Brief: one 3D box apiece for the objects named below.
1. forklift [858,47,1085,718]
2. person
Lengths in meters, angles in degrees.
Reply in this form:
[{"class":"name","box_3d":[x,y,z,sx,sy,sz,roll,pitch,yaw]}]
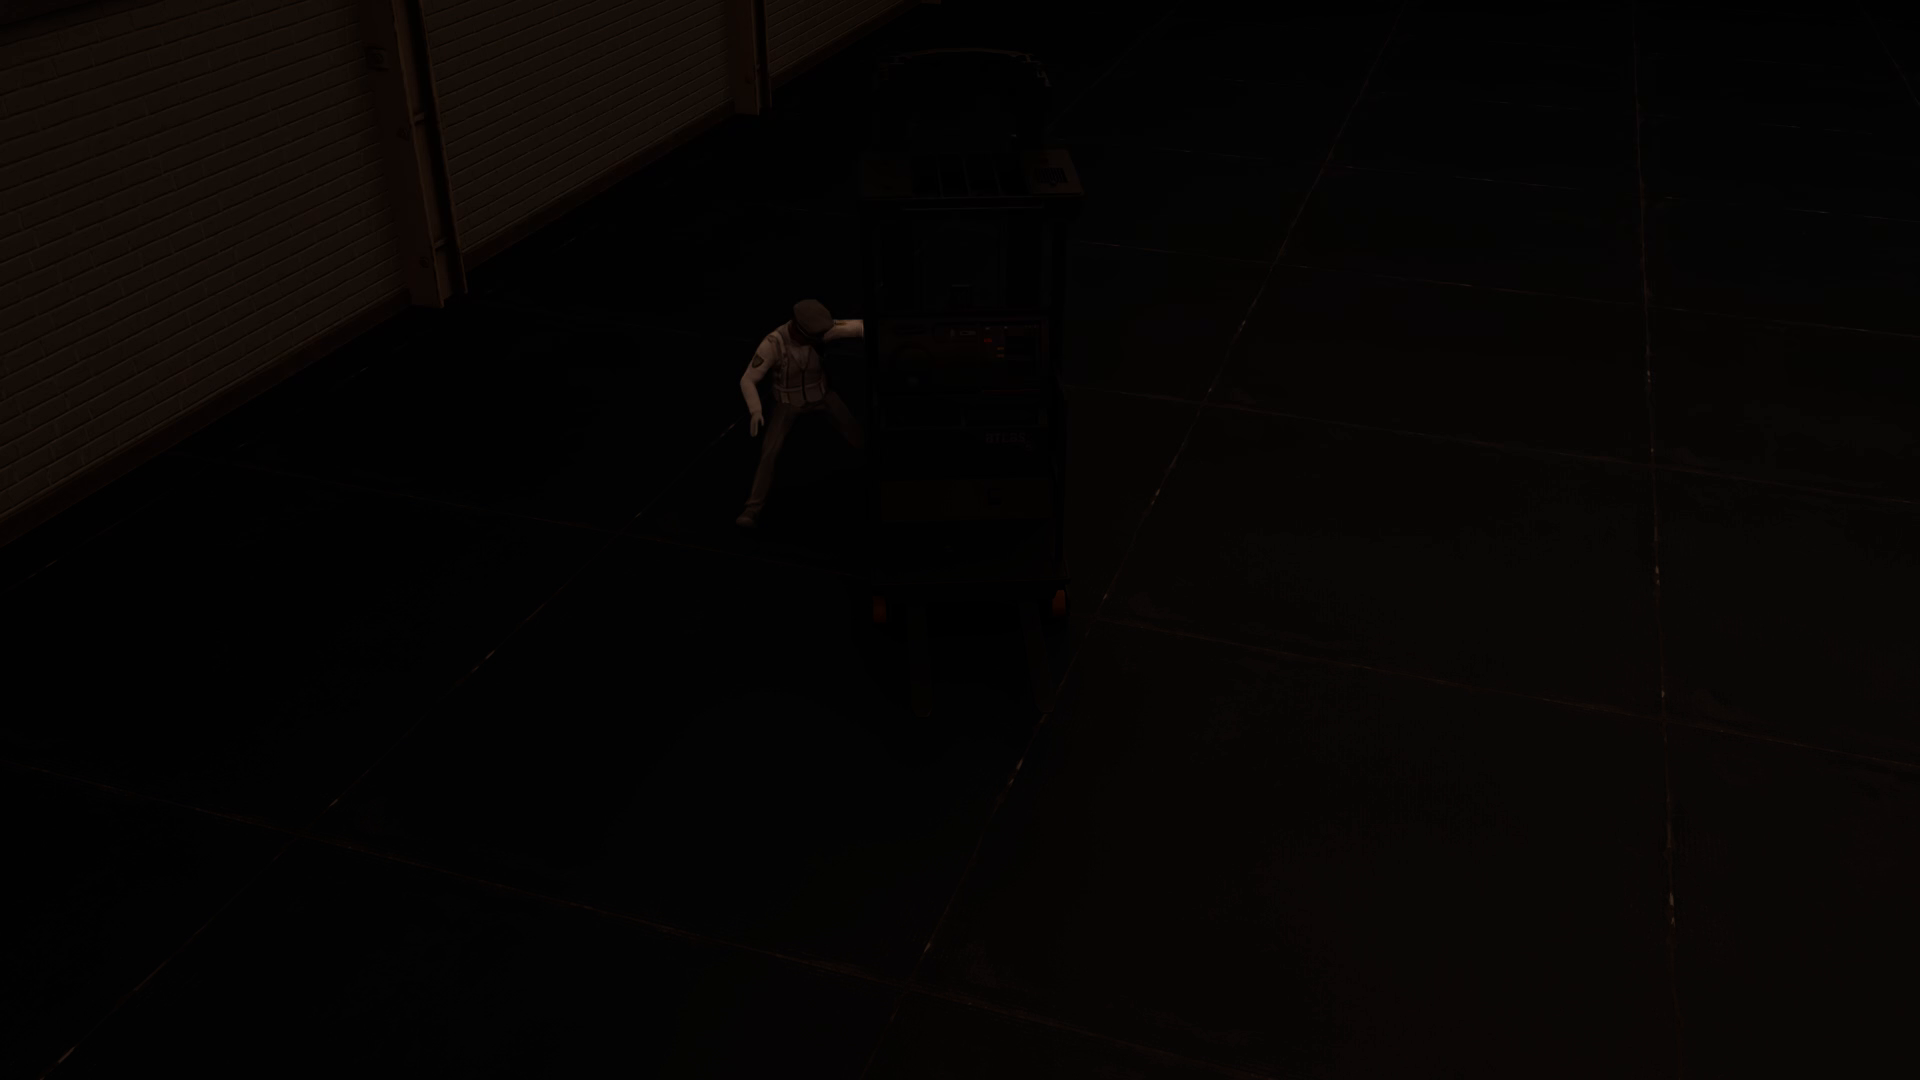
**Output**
[{"class":"forklift","box_3d":[0.035,-0.972,8.842,1.130,2.935,3.031,-2,30,-3]},{"class":"person","box_3d":[-0.909,-0.834,10.201,1.145,1.374,0.922,-8,31,-14]}]
